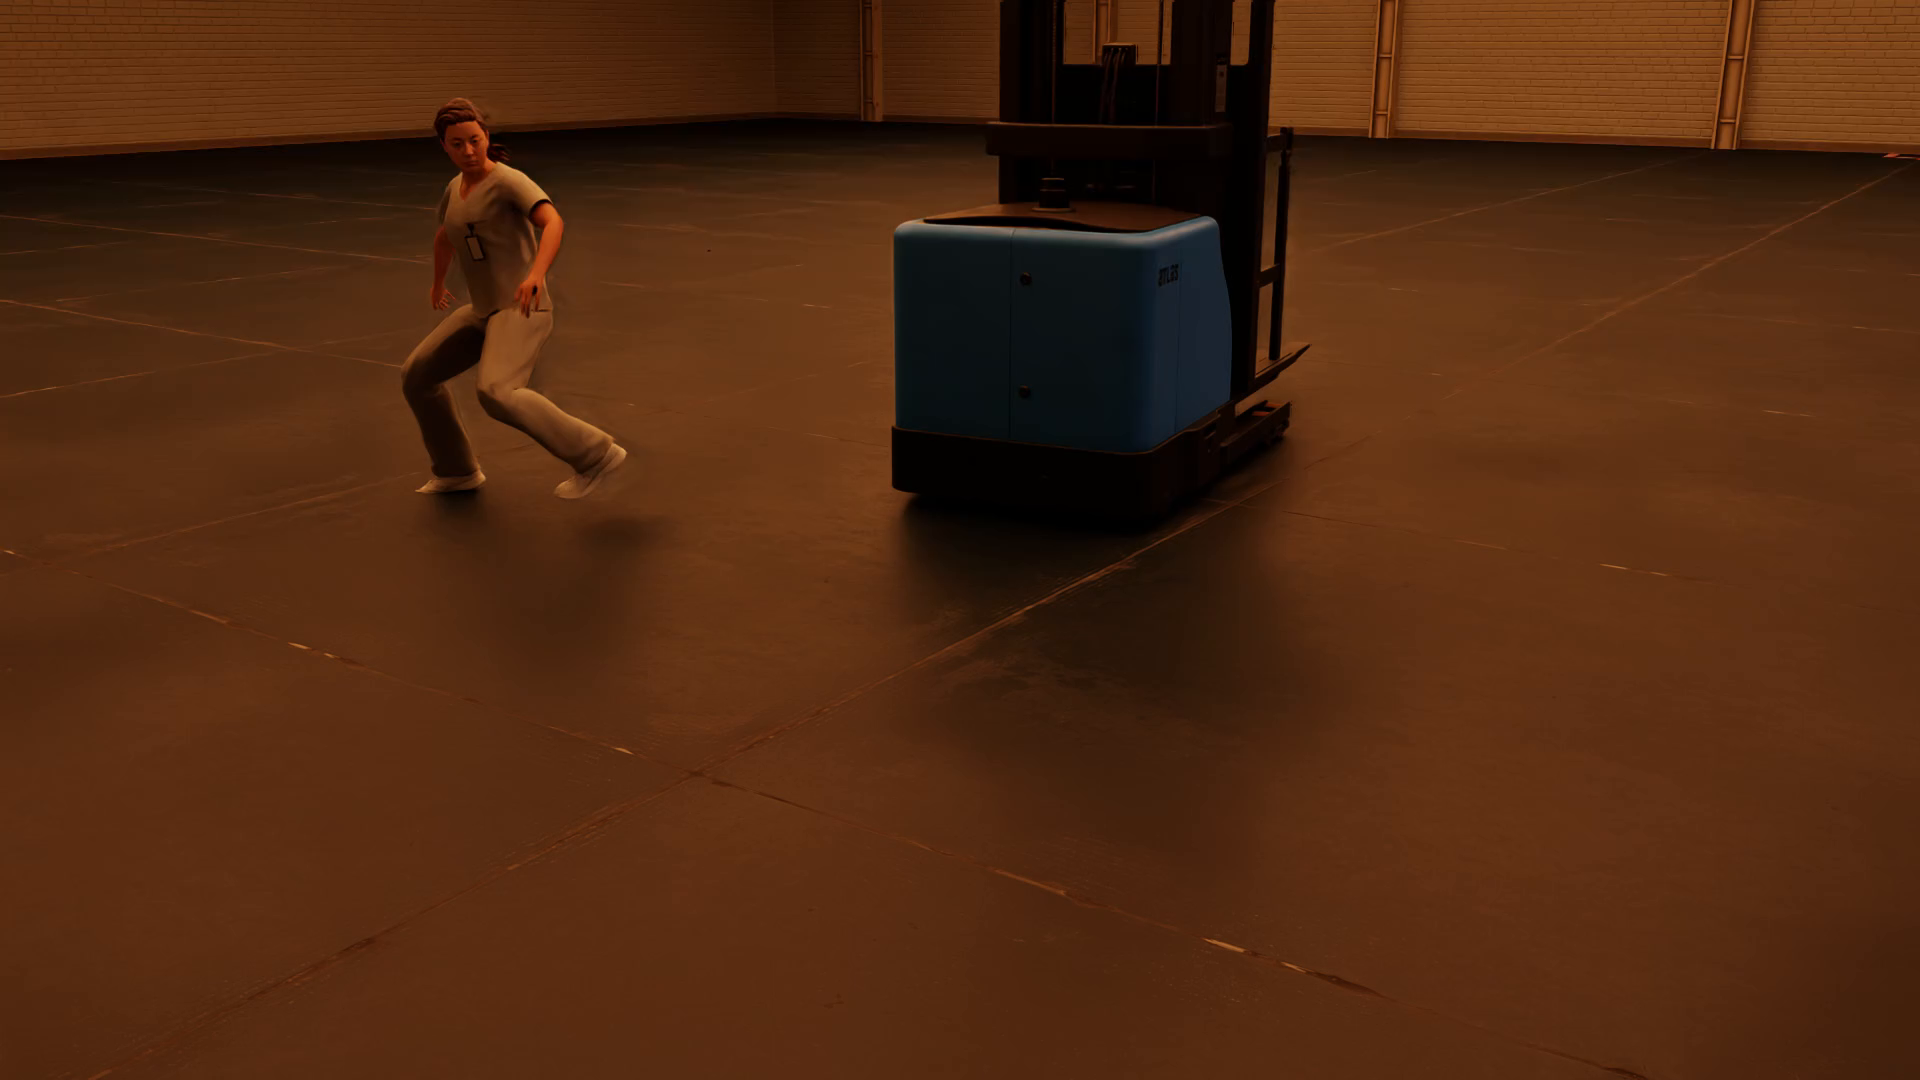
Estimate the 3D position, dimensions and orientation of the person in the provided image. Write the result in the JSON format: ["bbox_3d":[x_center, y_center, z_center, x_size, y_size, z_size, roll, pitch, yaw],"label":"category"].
[{"bbox_3d":[-1.778,-0.860,6.273,0.507,1.566,1.059,-16,23,-42],"label":"person"}]

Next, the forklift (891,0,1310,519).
[{"bbox_3d":[0.835,-1.855,7.037,1.130,2.935,3.031,8,18,25],"label":"forklift"}]
